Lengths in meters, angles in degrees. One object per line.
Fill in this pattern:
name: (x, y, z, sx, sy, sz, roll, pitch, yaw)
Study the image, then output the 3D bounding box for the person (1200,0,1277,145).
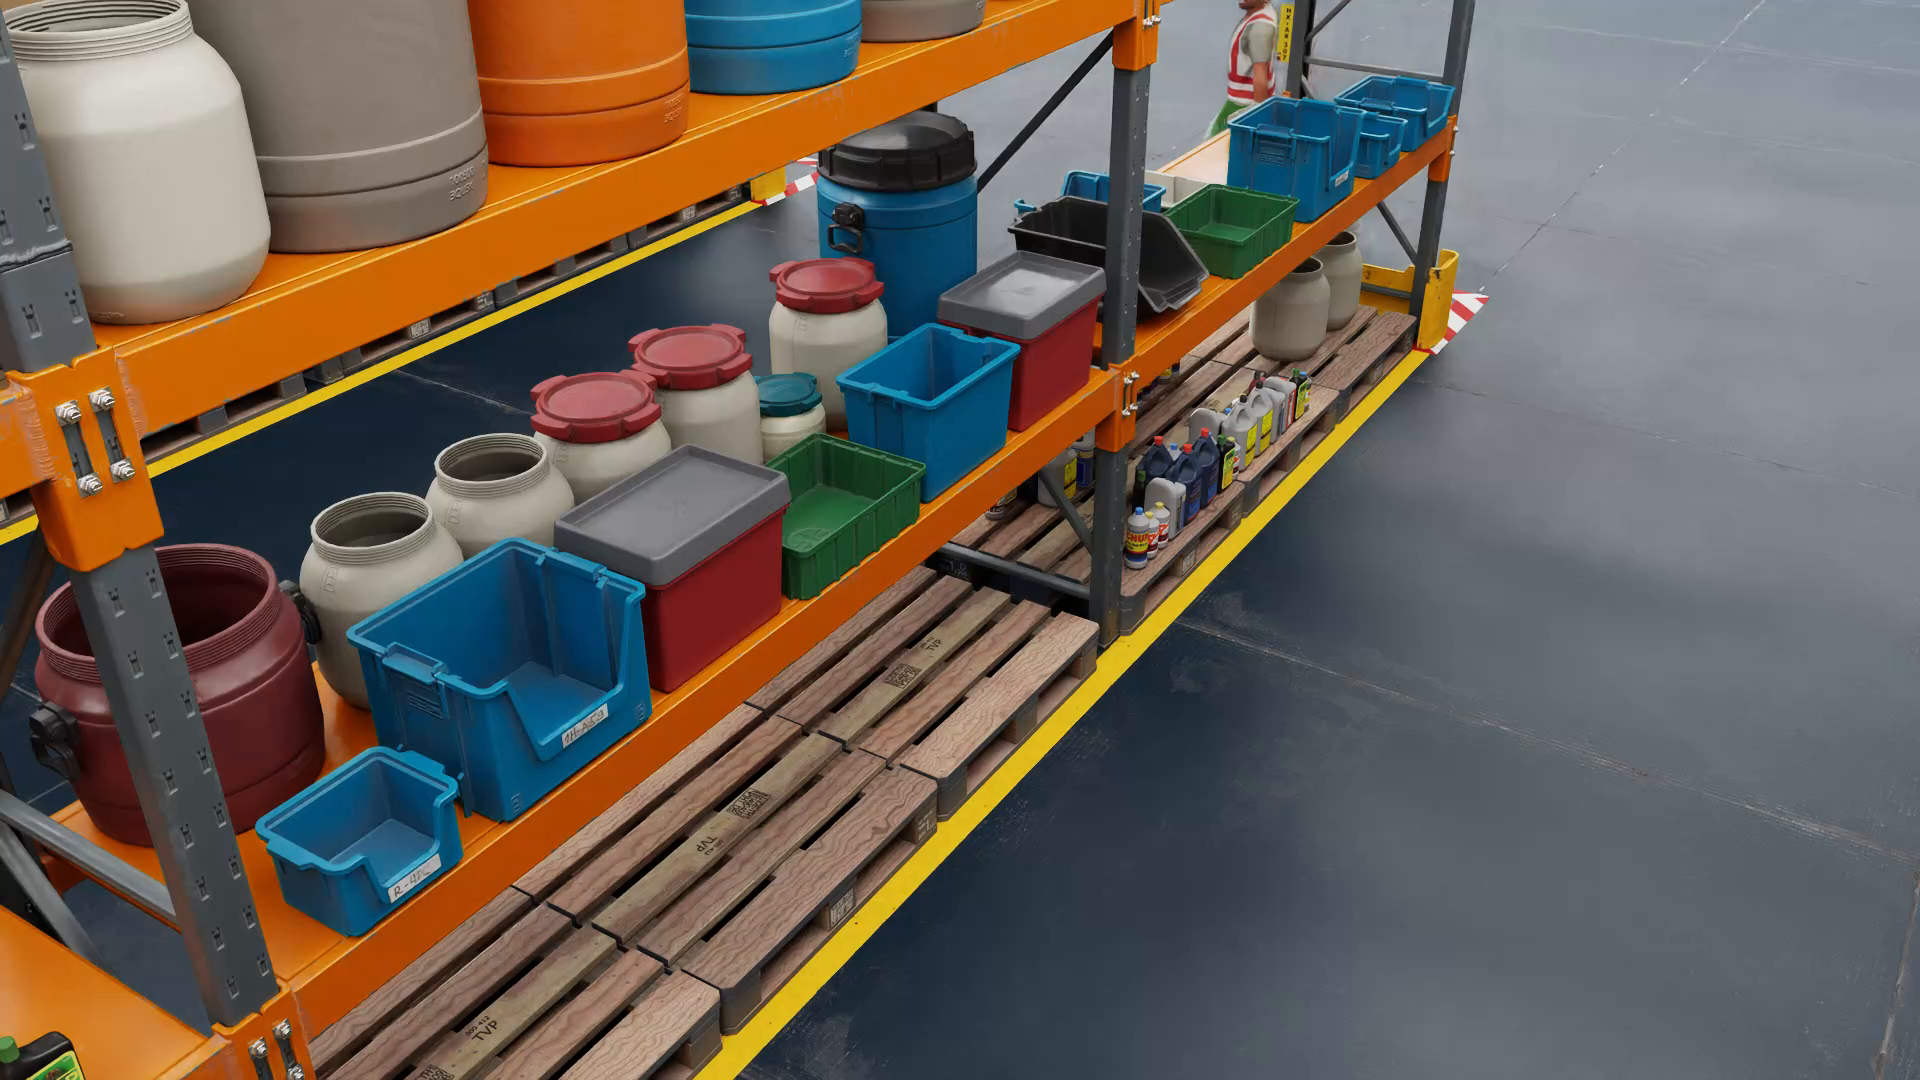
person: (1.920, -2.930, 11.165, 0.541, 1.824, 0.659, 9, 31, 15)
